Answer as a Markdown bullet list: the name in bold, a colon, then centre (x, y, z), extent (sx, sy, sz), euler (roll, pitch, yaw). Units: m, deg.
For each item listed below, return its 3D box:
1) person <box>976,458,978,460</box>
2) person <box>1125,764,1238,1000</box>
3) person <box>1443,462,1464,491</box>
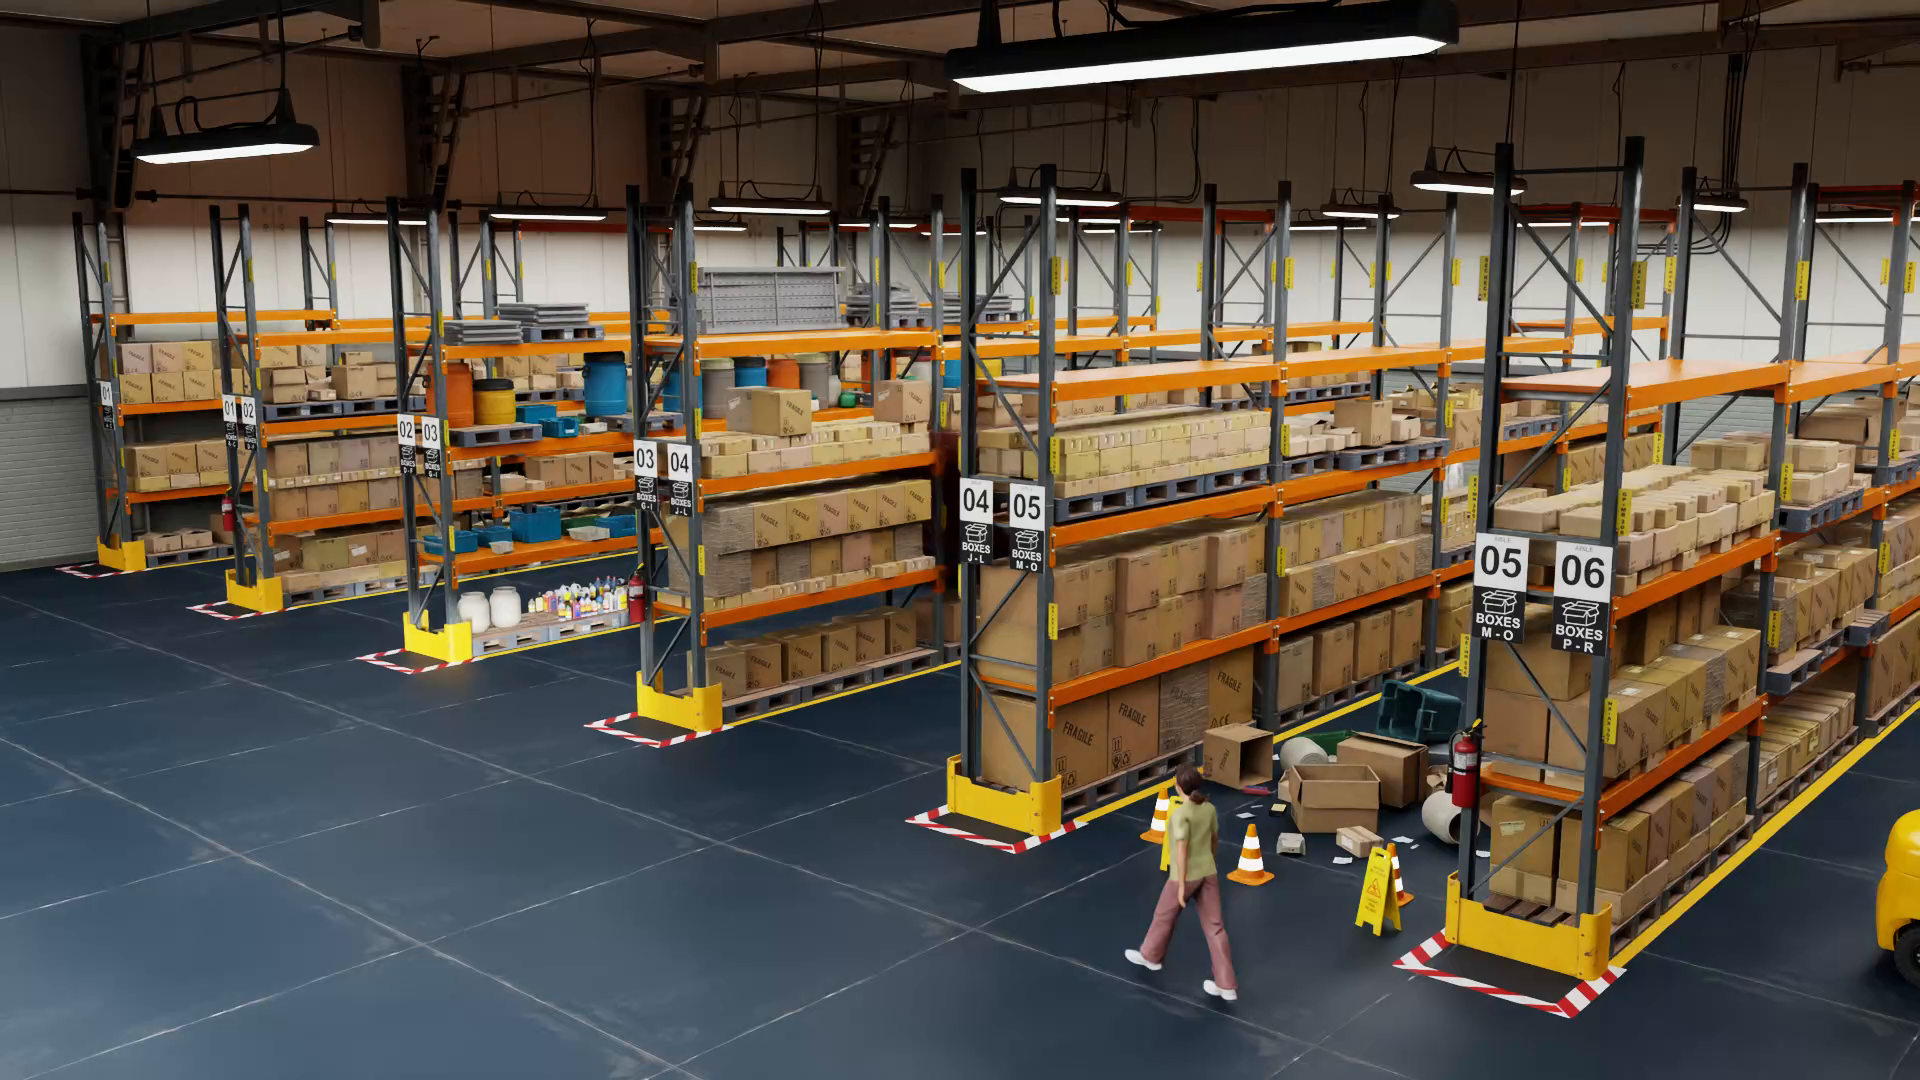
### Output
- **person**: centre (0.573, -2.624, 41.666), extent (0.437, 1.586, 0.507), euler (9, 13, 44)
- **person**: centre (1.636, 2.393, 11.926), extent (0.488, 1.597, 1.025), euler (-6, 11, -33)
- **person**: centre (9.322, -0.933, 31.736), extent (0.546, 1.663, 1.107), euler (3, 10, 15)
